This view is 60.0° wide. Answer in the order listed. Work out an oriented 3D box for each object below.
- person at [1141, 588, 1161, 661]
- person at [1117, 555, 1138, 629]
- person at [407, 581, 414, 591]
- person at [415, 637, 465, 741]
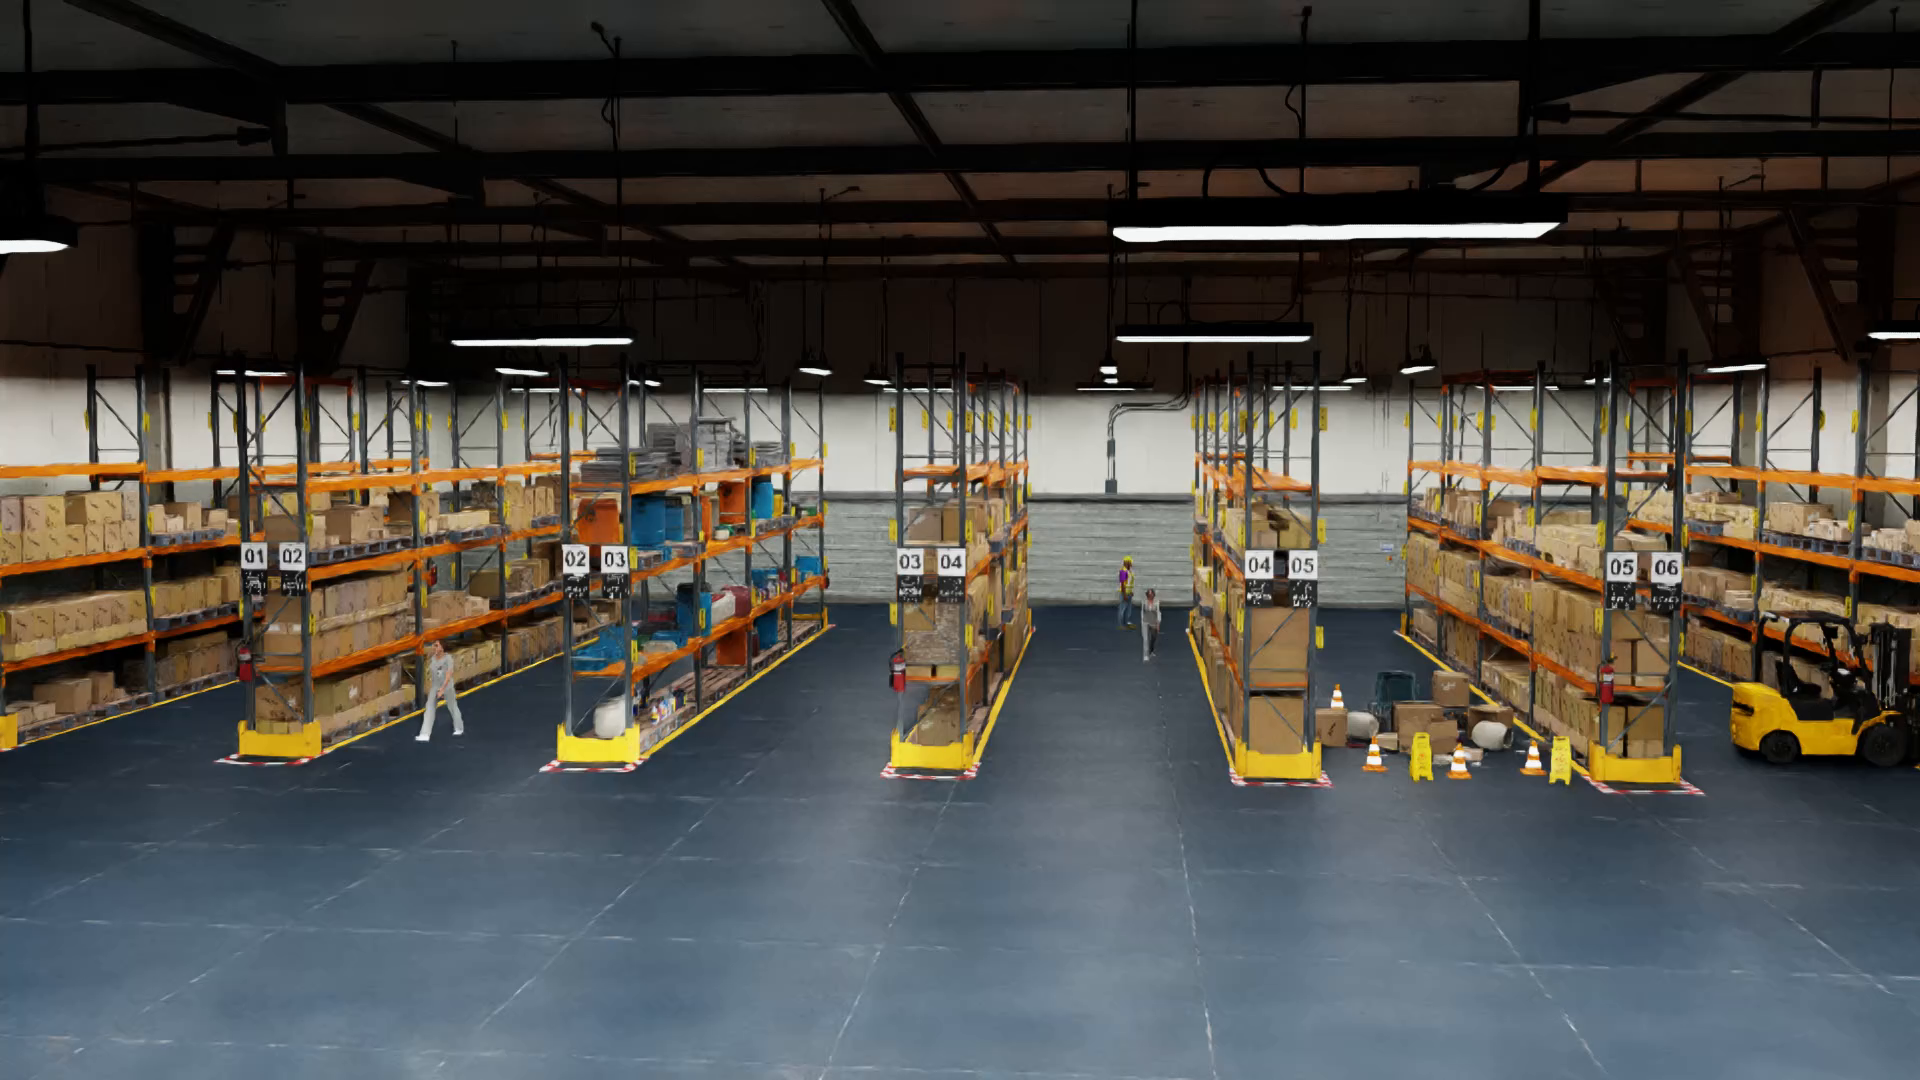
[{"bbox_3d":[4.004,1.753,34.867,0.415,1.517,1.041,0,4,3],"label":"person"},{"bbox_3d":[4.026,1.251,40.121,0.414,1.767,0.650,2,4,24],"label":"person"},{"bbox_3d":[-14.052,1.149,42.521,0.514,1.674,0.486,4,5,41],"label":"person"},{"bbox_3d":[-8.154,2.324,26.141,0.446,1.601,1.006,1,4,15],"label":"person"}]
